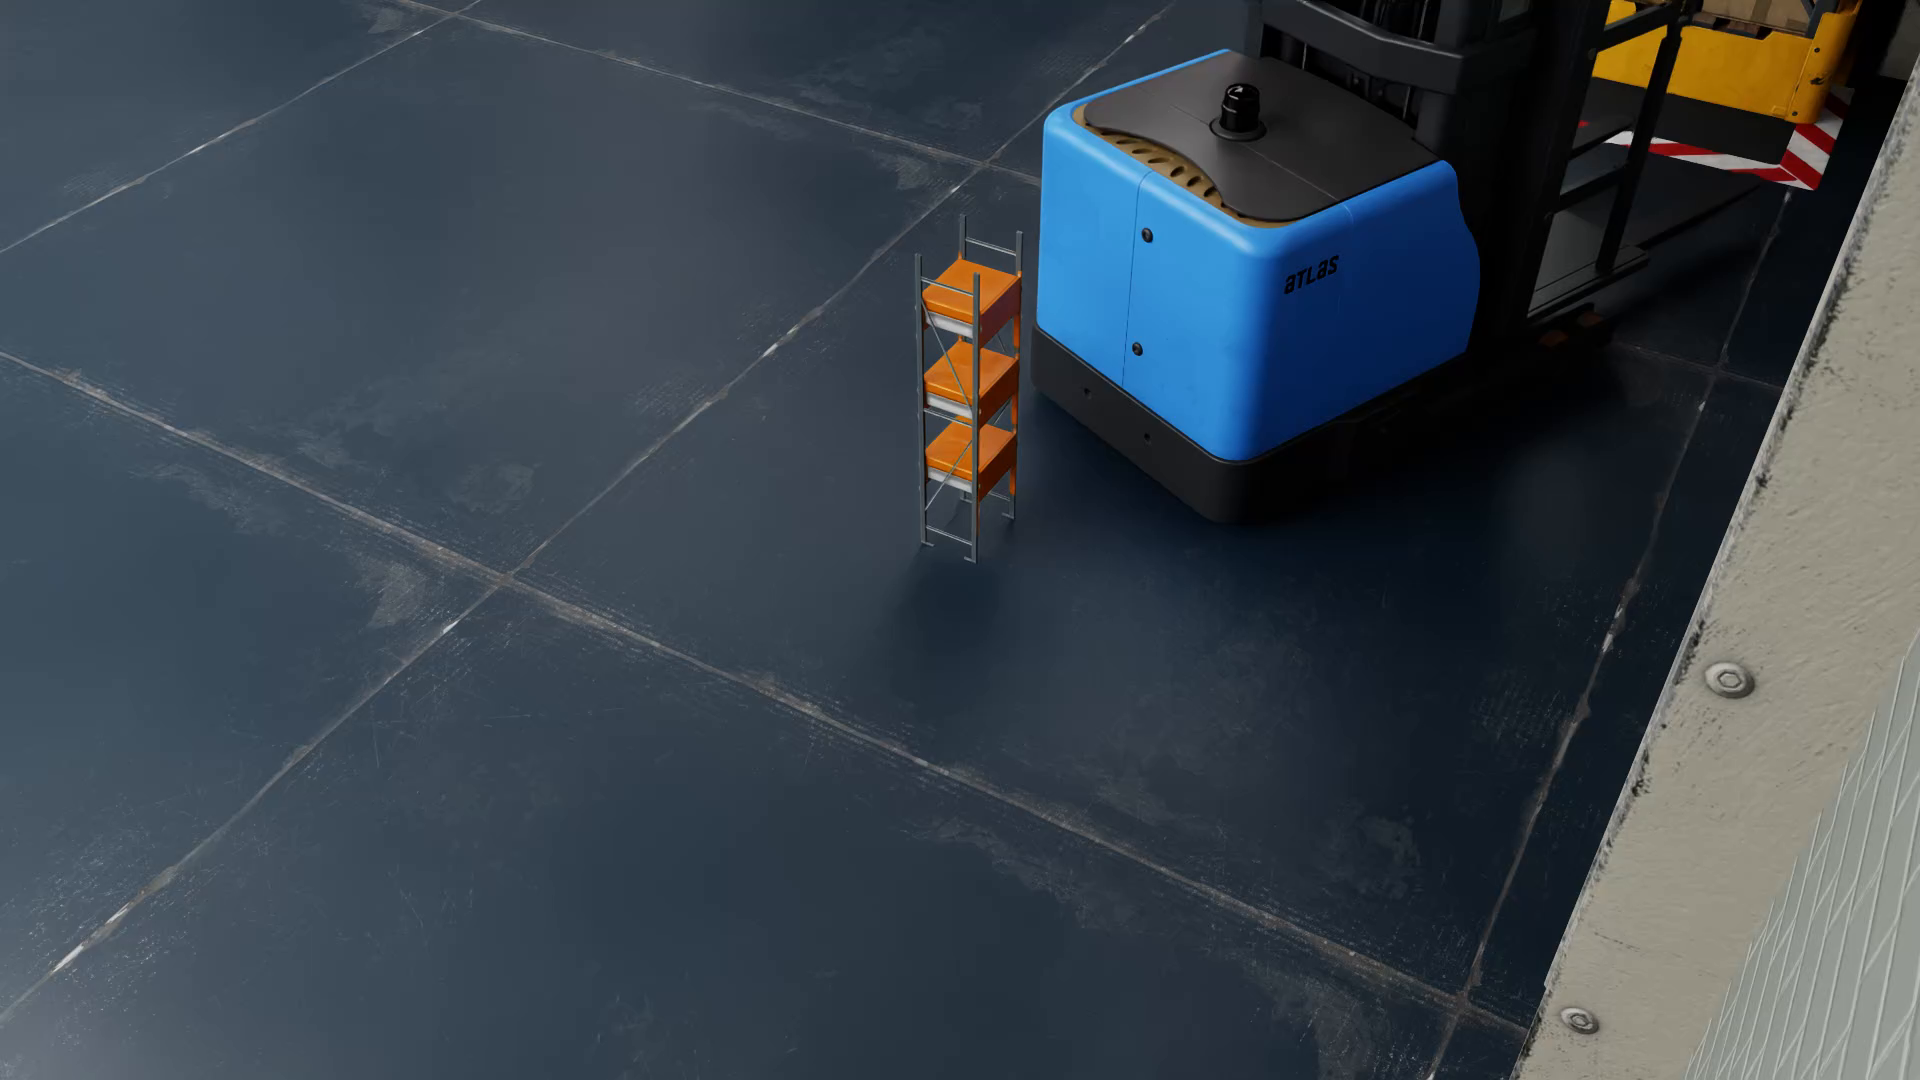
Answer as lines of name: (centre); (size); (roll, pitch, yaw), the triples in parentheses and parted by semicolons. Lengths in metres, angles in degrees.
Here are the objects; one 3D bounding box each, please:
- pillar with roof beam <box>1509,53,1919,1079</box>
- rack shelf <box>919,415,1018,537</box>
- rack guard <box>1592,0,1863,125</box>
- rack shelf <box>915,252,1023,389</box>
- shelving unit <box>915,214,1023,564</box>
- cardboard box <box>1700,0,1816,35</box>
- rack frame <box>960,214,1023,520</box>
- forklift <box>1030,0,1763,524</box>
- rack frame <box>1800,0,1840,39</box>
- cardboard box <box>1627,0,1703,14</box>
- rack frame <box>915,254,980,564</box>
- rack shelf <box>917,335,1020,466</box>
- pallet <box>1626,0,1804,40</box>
pillar with roof beam: (-2.253, -3.588, 2.516); (9.100, 9.000, 0.400); (21, 45, 22)
rack shelf: (0.027, -0.208, 5.128); (0.215, 0.259, 0.240); (21, 45, 22)
rack guard: (3.336, -2.294, 7.477); (1.175, 0.500, 0.348); (21, 45, 22)
rack shelf: (0.027, -0.630, 4.757); (0.215, 0.259, 0.240); (21, 45, 22)
shelving unit: (0.027, -0.425, 4.938); (0.215, 1.050, 0.252); (21, 45, 22)
cardboard box: (3.763, -2.588, 7.682); (0.500, 0.250, 0.500); (21, 46, 22)
rack frame: (0.088, -0.494, 5.017); (0.200, 1.050, 0.008); (21, 45, 22)
forklift: (1.734, -1.937, 5.232); (3.031, 2.935, 1.130); (-26, 47, -26)
rack frame: (3.348, -3.246, 6.666); (1.000, 3.000, 0.127); (21, 45, 22)
cardboard box: (3.310, -2.745, 7.860); (0.500, 0.250, 0.500); (21, 46, 22)
rack frame: (-0.034, -0.355, 4.859); (0.200, 1.050, 0.008); (21, 45, 22)
rack shelf: (0.027, -0.417, 4.945); (0.215, 0.259, 0.240); (21, 45, 22)
pallet: (3.694, -2.651, 8.101); (1.003, 0.211, 1.213); (21, 45, 22)
